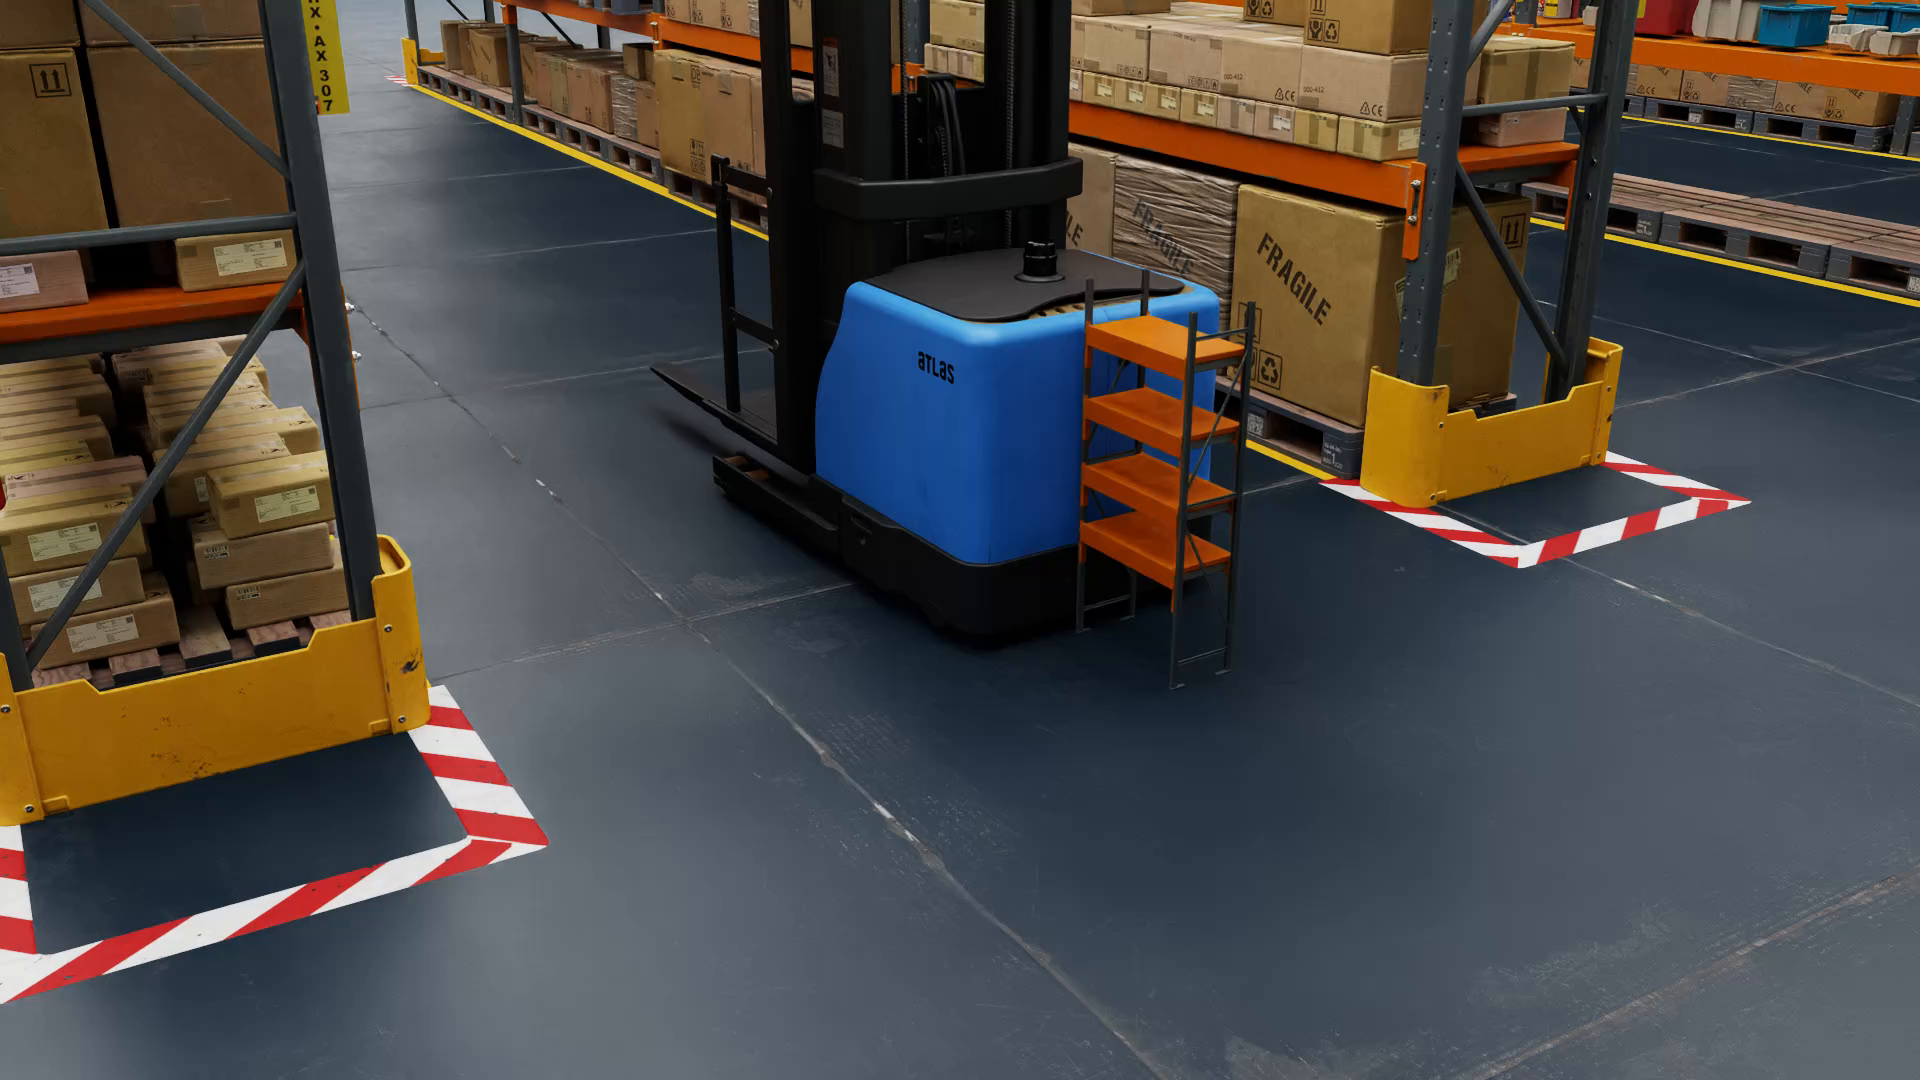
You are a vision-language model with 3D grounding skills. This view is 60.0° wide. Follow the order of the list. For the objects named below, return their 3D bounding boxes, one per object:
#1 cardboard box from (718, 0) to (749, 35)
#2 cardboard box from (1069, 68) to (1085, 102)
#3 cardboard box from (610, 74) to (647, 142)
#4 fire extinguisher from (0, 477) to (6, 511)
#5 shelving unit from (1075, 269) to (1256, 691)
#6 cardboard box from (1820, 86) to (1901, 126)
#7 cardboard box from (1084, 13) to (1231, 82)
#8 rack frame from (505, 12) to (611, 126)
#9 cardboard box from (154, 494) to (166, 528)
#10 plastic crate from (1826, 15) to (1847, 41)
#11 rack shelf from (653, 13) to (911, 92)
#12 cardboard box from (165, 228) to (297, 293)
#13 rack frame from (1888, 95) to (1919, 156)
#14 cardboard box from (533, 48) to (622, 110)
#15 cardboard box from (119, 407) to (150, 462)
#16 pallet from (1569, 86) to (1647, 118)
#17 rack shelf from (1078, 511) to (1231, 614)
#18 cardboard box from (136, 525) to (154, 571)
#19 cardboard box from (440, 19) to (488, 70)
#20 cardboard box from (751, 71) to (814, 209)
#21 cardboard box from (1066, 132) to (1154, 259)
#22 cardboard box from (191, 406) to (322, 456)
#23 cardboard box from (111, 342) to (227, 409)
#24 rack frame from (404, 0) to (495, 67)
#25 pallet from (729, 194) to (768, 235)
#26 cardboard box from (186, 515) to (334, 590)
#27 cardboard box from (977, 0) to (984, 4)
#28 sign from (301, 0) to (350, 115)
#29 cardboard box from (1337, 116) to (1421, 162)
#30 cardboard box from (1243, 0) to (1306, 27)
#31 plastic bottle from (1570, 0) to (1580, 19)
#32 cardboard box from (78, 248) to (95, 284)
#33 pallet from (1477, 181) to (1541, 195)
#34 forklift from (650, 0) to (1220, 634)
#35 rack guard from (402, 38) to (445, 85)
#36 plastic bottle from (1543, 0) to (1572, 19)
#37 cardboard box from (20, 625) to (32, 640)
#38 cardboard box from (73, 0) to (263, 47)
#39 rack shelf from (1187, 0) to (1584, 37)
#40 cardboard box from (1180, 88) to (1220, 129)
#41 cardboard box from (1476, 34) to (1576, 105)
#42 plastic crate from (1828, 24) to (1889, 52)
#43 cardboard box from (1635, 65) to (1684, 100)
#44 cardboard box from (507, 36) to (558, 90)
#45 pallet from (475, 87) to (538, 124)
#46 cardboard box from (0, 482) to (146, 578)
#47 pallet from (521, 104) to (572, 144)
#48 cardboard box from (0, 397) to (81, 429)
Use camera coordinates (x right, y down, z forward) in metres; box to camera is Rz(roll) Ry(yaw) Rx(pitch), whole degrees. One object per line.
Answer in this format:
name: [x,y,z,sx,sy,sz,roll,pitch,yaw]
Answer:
cardboard box: [-1.341,-3.775,11.484,0.500,0.500,0.500,-13,26,-29]
cardboard box: [0.686,-2.280,8.271,0.380,0.149,0.250,-12,25,-28]
cardboard box: [-2.539,-3.706,14.182,0.700,0.500,0.500,-15,27,-33]
fire extinguisher: [-2.383,-0.381,3.862,0.296,0.674,0.183,-13,25,-28]
shelving unit: [0.622,-0.191,5.188,0.258,1.200,0.503,-14,26,-30]
cardboard box: [8.178,-4.030,14.979,0.500,0.500,0.500,-13,25,-29]
cardboard box: [0.937,-2.352,7.918,0.500,0.250,0.500,-13,25,-28]
rack frame: [-3.929,-5.565,16.020,1.000,3.000,0.127,-13,25,-28]
cardboard box: [-2.692,-0.181,6.001,0.380,0.149,0.250,-13,25,-28]
plastic crate: [5.564,-3.328,10.786,0.293,0.136,0.466,-13,25,-28]
rack shelf: [-0.864,-3.290,11.377,1.077,0.370,4.000,-13,25,-28]
cardboard box: [-1.998,-0.811,4.657,0.380,0.149,0.250,-13,25,-29]
rack frame: [8.676,-4.880,14.334,1.000,3.000,0.127,-13,25,-28]
cardboard box: [-3.634,-4.408,15.909,0.700,0.500,0.500,-15,26,-32]
cardboard box: [-2.883,-0.403,6.153,0.380,0.149,0.250,-11,25,-26]
pallet: [6.982,-4.634,17.432,1.003,0.211,1.213,-13,25,-28]
rack shelf: [0.622,0.055,5.289,0.258,0.148,0.480,-14,26,-30]
cardboard box: [-2.717,0.018,5.117,0.380,0.149,0.250,-13,26,-29]
cardboard box: [-5.667,-5.691,19.092,0.500,0.500,0.500,-8,23,-18]
cardboard box: [-0.643,-2.678,11.181,1.225,0.875,0.875,-14,26,-30]
cardboard box: [0.886,-1.666,8.690,0.875,0.875,0.875,-13,25,-28]
cardboard box: [-2.353,-0.316,5.544,0.380,0.149,0.250,-13,25,-28]
cardboard box: [-2.990,-0.629,6.314,0.380,0.149,0.250,-13,25,-28]
rack frame: [-5.972,-6.860,19.206,1.000,3.000,0.127,-13,25,-28]
pallet: [-0.928,-2.315,11.725,1.003,0.211,1.213,-13,25,-28]
cardboard box: [-2.161,0.010,5.137,0.380,0.149,0.250,-11,25,-26]
cardboard box: [0.428,-3.026,8.582,0.500,0.500,0.500,-13,25,-28]
sign: [-1.648,-1.265,4.290,0.100,0.325,0.005,-13,25,-28]
cardboard box: [1.736,-1.616,6.638,0.380,0.149,0.250,-12,25,-27]
cardboard box: [1.663,-2.632,7.612,0.500,0.500,0.500,-13,26,-30]
plastic bottle: [4.595,-4.075,12.509,0.061,0.283,0.133,-13,25,-28]
cardboard box: [-2.619,-0.782,4.586,0.380,0.149,0.250,-13,25,-28]
pallet: [4.058,-2.894,13.152,1.003,0.211,1.213,-13,25,-28]
forklift: [-0.341,-1.557,6.249,1.130,2.935,3.031,-14,26,-30]
rack guard: [-5.933,-5.678,19.616,1.175,0.500,0.348,-13,25,-28]
plastic bottle: [4.494,-4.095,12.468,0.144,0.351,0.185,-13,25,-28]
cardboard box: [-2.781,0.173,5.132,0.380,0.149,0.250,-12,25,-27]
cardboard box: [-2.116,-1.603,4.417,0.500,0.500,0.500,-13,25,-29]
rack shelf: [3.394,-4.242,13.721,1.077,0.370,4.000,-13,25,-28]
cardboard box: [1.213,-1.947,7.451,0.380,0.149,0.250,-13,26,-29]
cardboard box: [2.188,-1.956,6.945,0.500,0.250,0.500,-13,26,-30]
plastic crate: [5.421,-3.043,10.084,0.298,0.136,0.250,-13,25,-28]
cardboard box: [7.144,-4.686,16.593,0.500,0.500,0.500,-13,25,-29]
cardboard box: [-4.398,-4.923,17.202,0.500,0.500,0.500,-5,23,-11]
pallet: [-4.302,-4.484,17.063,1.003,0.211,1.213,-13,25,-28]
cardboard box: [-2.603,-0.032,4.844,0.380,0.149,0.250,-12,25,-28]
pallet: [-3.530,-4.022,15.926,1.003,0.211,1.213,-13,25,-28]
cardboard box: [-3.186,-0.356,5.641,0.380,0.149,0.250,-12,25,-26]
